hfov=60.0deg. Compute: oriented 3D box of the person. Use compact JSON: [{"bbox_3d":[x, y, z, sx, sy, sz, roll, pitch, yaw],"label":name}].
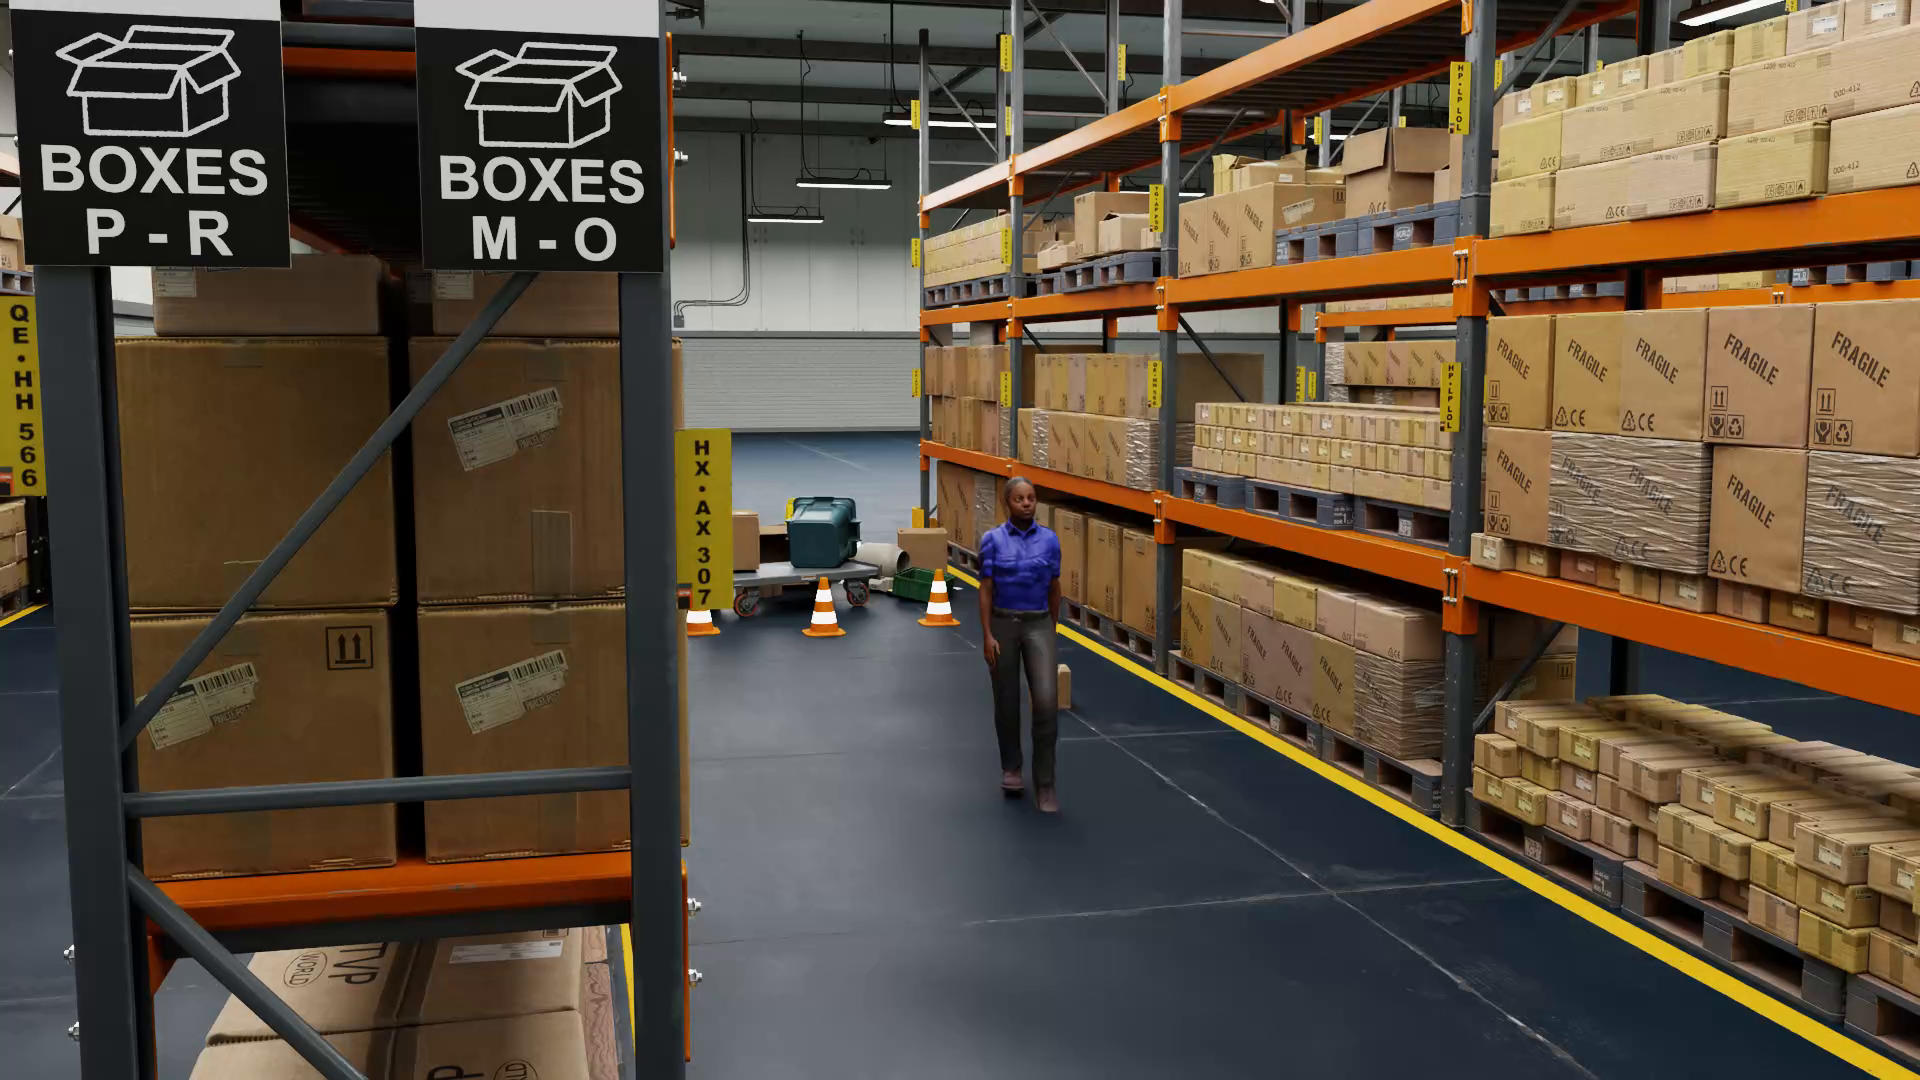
[{"bbox_3d":[0.310,0.540,8.501,0.435,1.727,0.566,0,6,-2],"label":"person"}]
